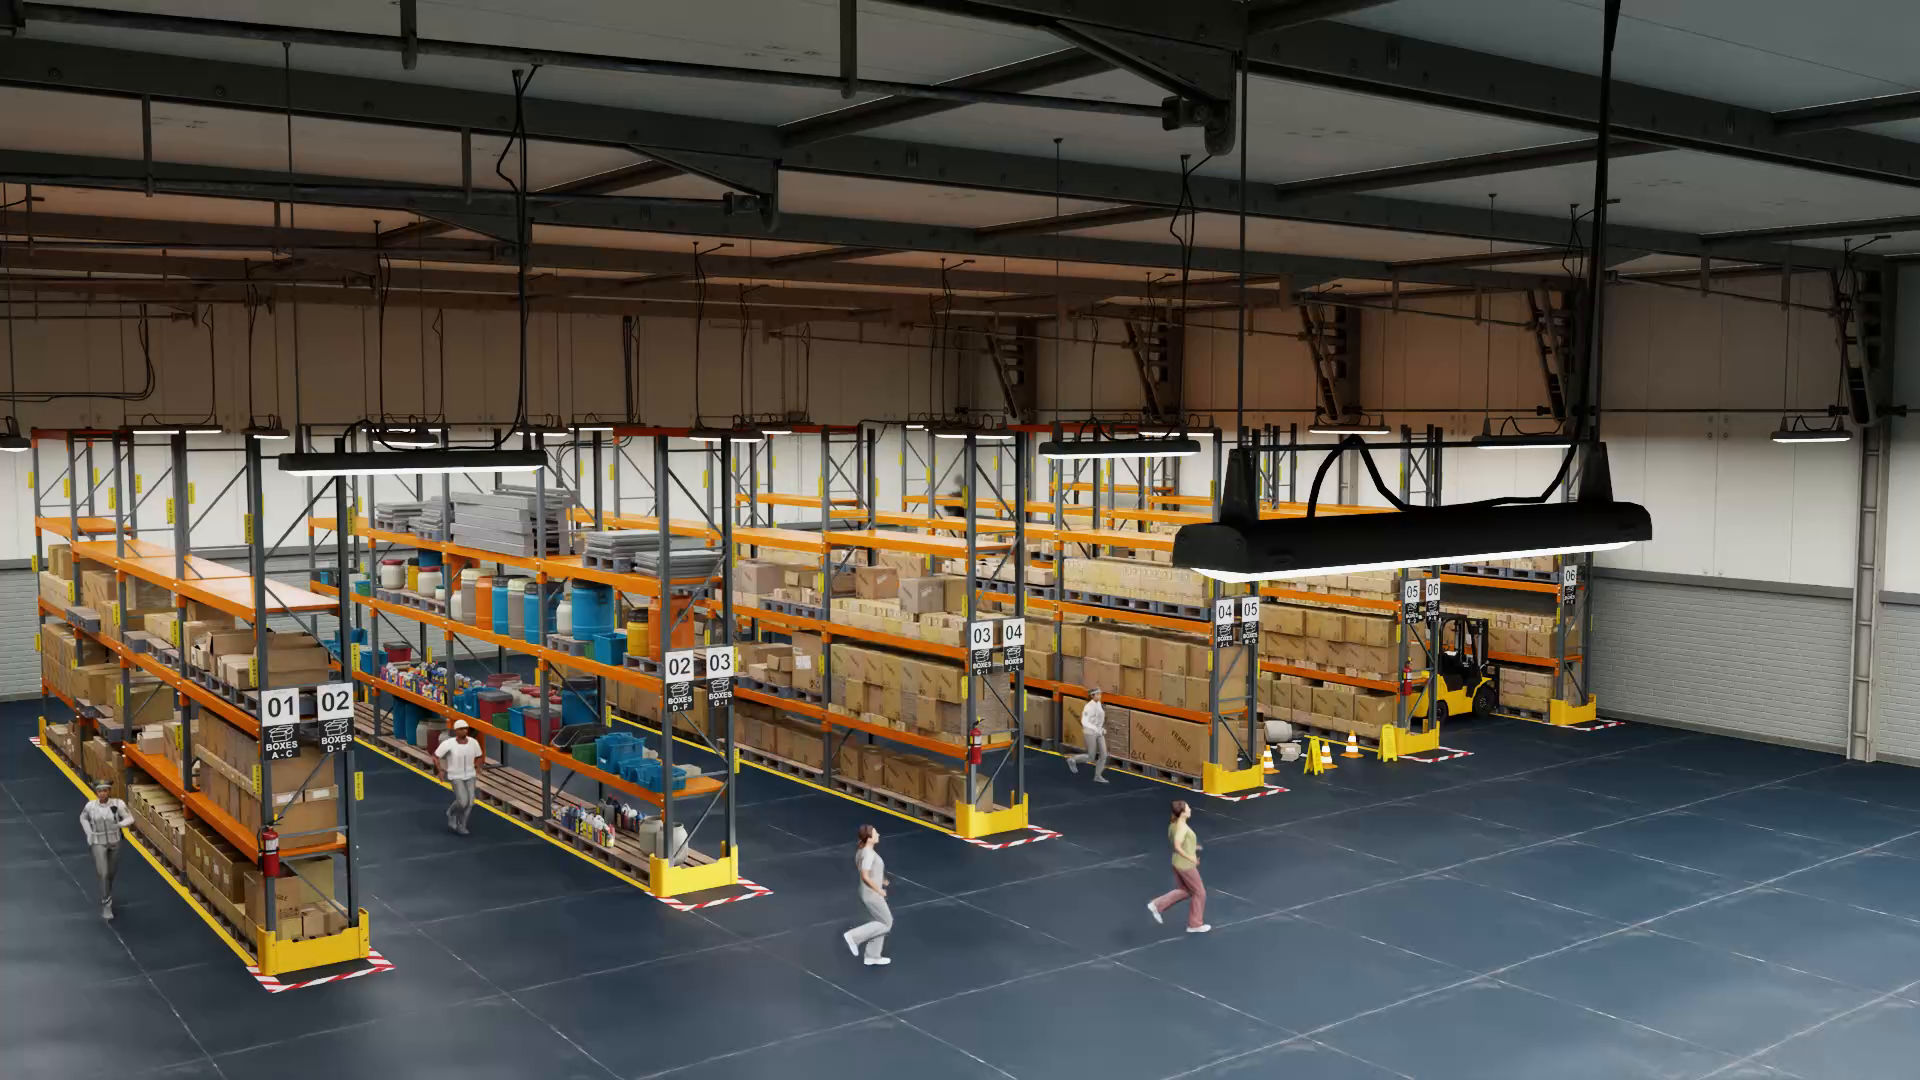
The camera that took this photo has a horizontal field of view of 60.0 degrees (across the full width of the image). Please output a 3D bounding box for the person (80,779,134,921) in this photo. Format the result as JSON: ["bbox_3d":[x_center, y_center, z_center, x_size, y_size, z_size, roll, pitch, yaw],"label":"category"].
[{"bbox_3d":[-10.731,3.840,20.958,0.592,1.732,0.852,-3,5,-32],"label":"person"}]

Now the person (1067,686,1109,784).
[{"bbox_3d":[2.208,3.287,28.298,0.769,1.663,0.607,3,5,35],"label":"person"}]

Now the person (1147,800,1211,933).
[{"bbox_3d":[2.661,3.937,20.062,0.779,1.632,0.588,-1,5,-10],"label":"person"}]

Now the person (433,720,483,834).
[{"bbox_3d":[-7.382,3.528,24.684,0.695,1.720,0.583,-4,6,-41],"label":"person"}]

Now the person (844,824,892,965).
[{"bbox_3d":[-1.059,4.038,18.923,0.573,1.626,0.565,-1,5,-15],"label":"person"}]
